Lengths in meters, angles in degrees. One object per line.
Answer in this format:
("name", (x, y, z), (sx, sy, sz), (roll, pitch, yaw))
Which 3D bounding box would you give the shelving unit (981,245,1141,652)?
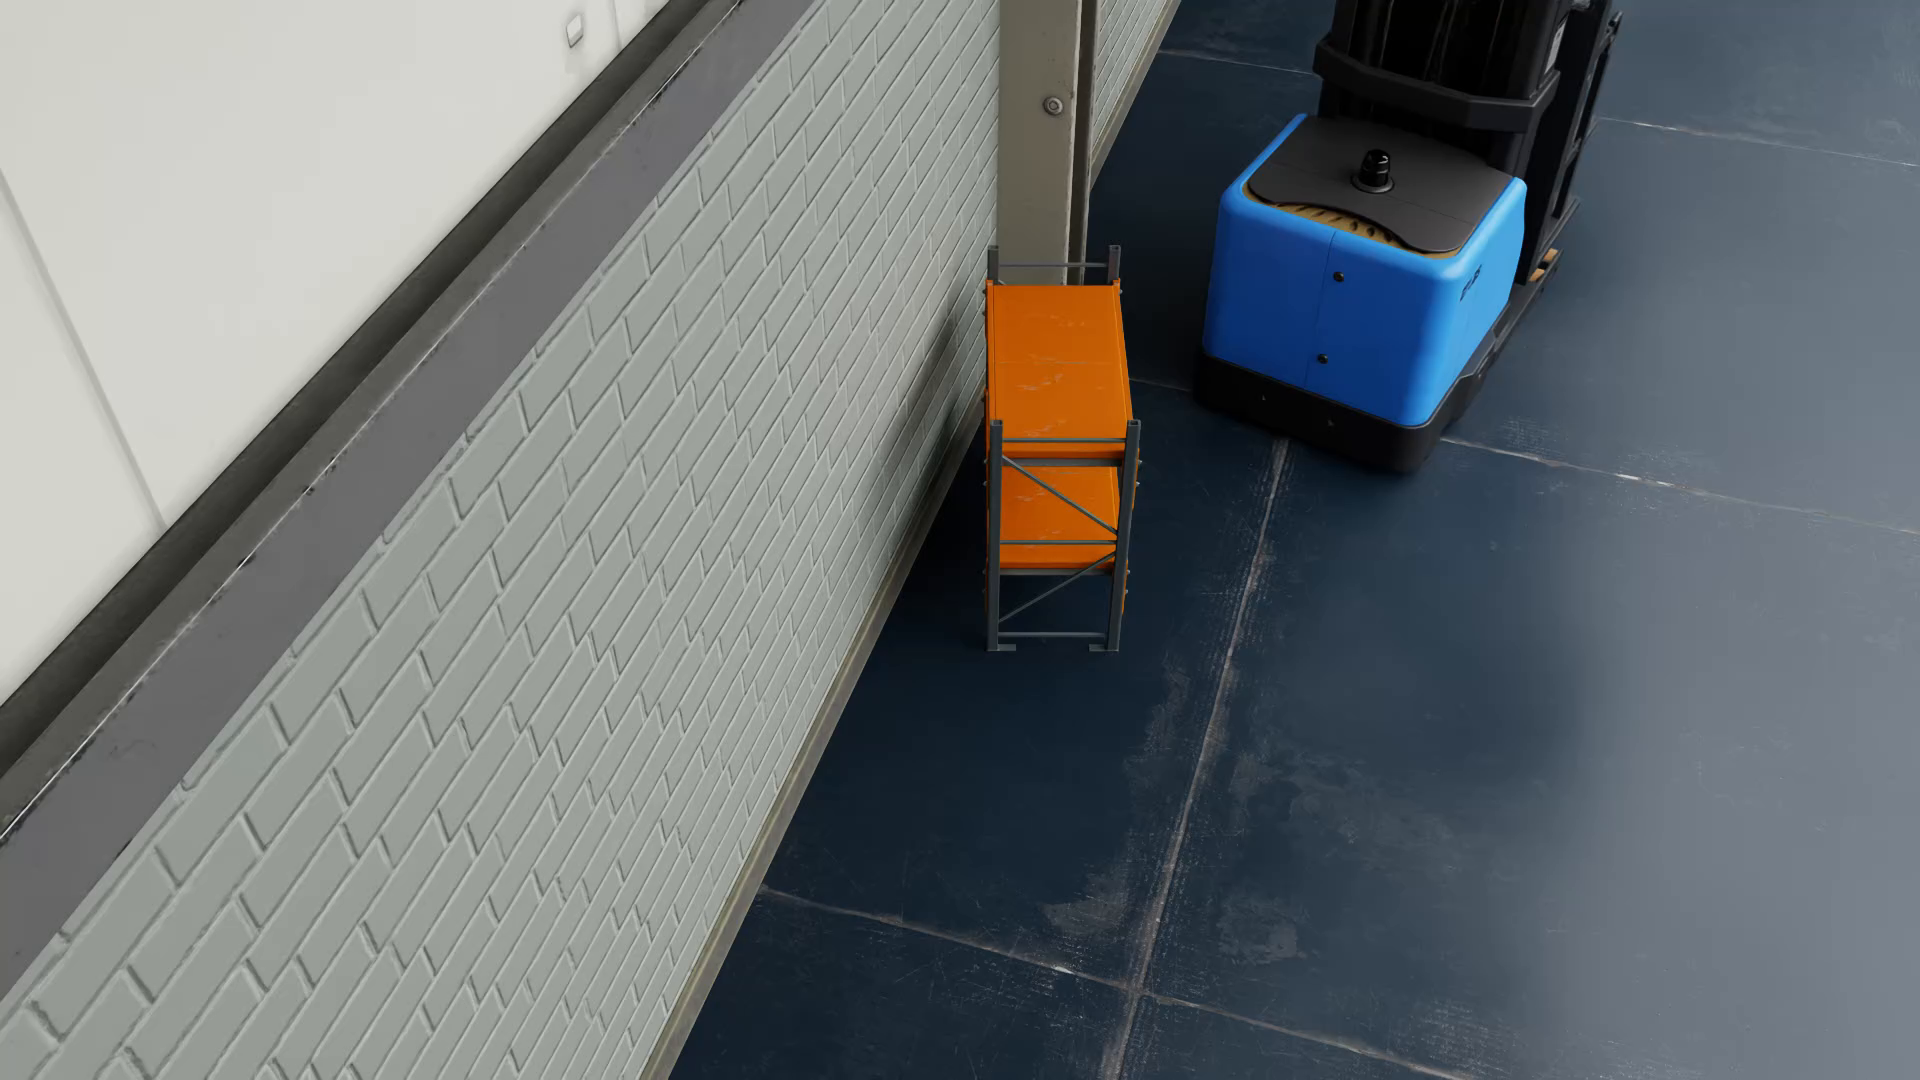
("shelving unit", (0.353, -0.345, 6.298), (0.538, 1.125, 1.048), (0, 44, 0))

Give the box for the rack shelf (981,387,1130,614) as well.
("rack shelf", (0.353, -0.170, 6.469), (0.538, 0.278, 1.000), (0, 44, 0))

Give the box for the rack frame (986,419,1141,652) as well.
("rack frame", (0.351, 0.011, 5.935), (0.500, 1.125, 0.032), (0, 44, 0))

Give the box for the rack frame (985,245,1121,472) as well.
("rack frame", (0.354, -0.700, 6.661), (0.500, 1.125, 0.032), (0, 44, 0))

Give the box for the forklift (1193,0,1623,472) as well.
("forklift", (2.242, -2.340, 7.046), (1.130, 2.935, 3.031), (24, 49, 23))

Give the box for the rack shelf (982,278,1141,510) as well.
("rack shelf", (0.353, -0.554, 6.093), (0.538, 0.278, 1.000), (0, 44, 0))

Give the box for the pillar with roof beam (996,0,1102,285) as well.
("pillar with roof beam", (4.452, -3.122, 3.506), (9.100, 9.000, 0.400), (13, 46, 13))
